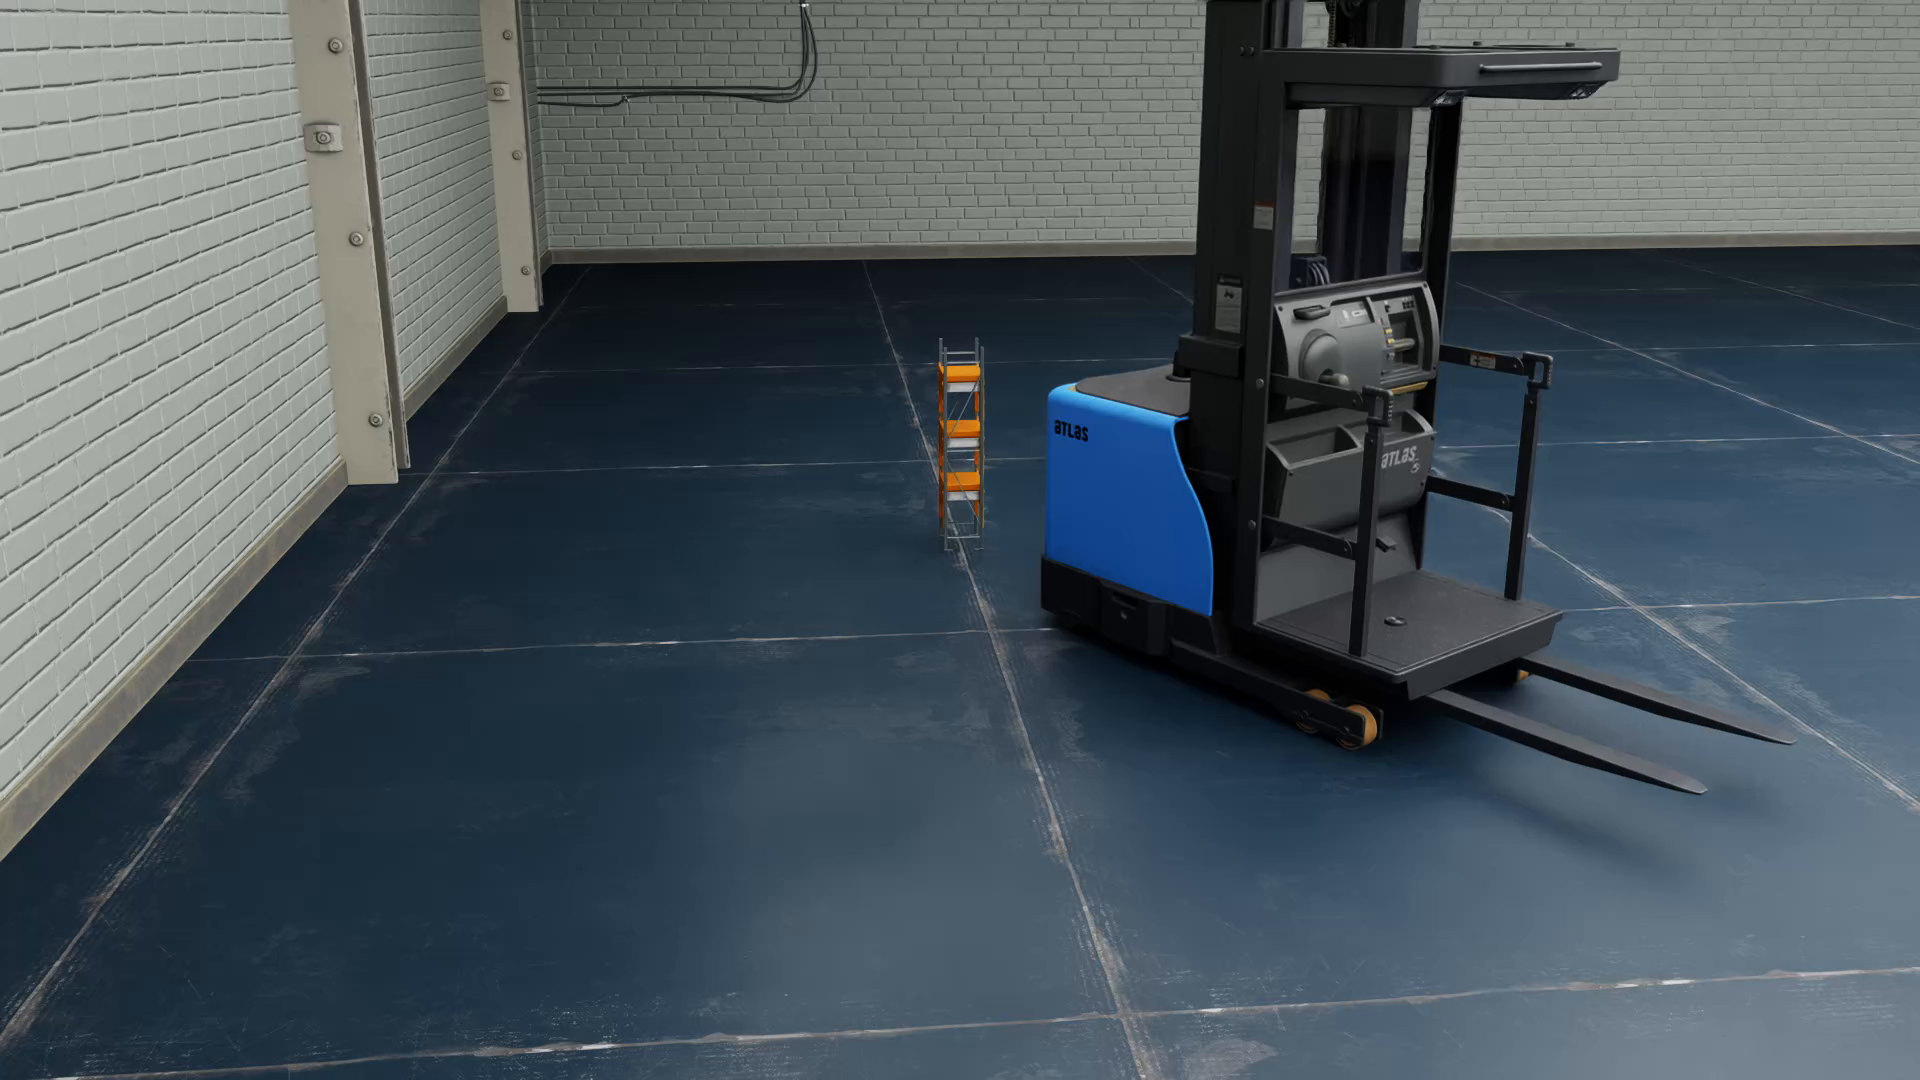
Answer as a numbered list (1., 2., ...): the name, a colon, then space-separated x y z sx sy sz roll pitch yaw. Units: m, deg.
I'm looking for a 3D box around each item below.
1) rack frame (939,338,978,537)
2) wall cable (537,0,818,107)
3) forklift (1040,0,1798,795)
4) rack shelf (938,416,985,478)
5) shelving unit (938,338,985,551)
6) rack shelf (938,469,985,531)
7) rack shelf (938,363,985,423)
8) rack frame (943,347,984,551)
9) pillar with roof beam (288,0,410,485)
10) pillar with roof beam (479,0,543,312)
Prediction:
1. rack frame: -0.007 -0.521 8.585 0.200 1.050 0.008 -2 18 -6
2. wall cable: -3.081 -5.904 17.645 3.097 2.526 0.112 -2 18 -6
3. forklift: 1.681 -0.786 6.287 1.130 2.935 3.031 -14 22 -37
4. rack shelf: 0.006 -0.475 8.472 0.215 0.259 0.240 -2 18 -6
5. shelving unit: 0.006 -0.485 8.469 0.215 1.050 0.252 -2 18 -6
6. rack shelf: 0.006 -0.210 8.555 0.215 0.259 0.240 -2 18 -6
7. rack shelf: 0.005 -0.746 8.387 0.215 0.259 0.240 -2 18 -6
8. rack frame: 0.018 -0.449 8.353 0.200 1.050 0.008 -2 18 -6
9. pillar with roof beam: 0.809 -4.813 8.983 9.100 9.000 0.400 -2 18 -6
10. pillar with roof beam: 0.190 -6.600 14.677 9.100 9.000 0.400 -2 18 -6
